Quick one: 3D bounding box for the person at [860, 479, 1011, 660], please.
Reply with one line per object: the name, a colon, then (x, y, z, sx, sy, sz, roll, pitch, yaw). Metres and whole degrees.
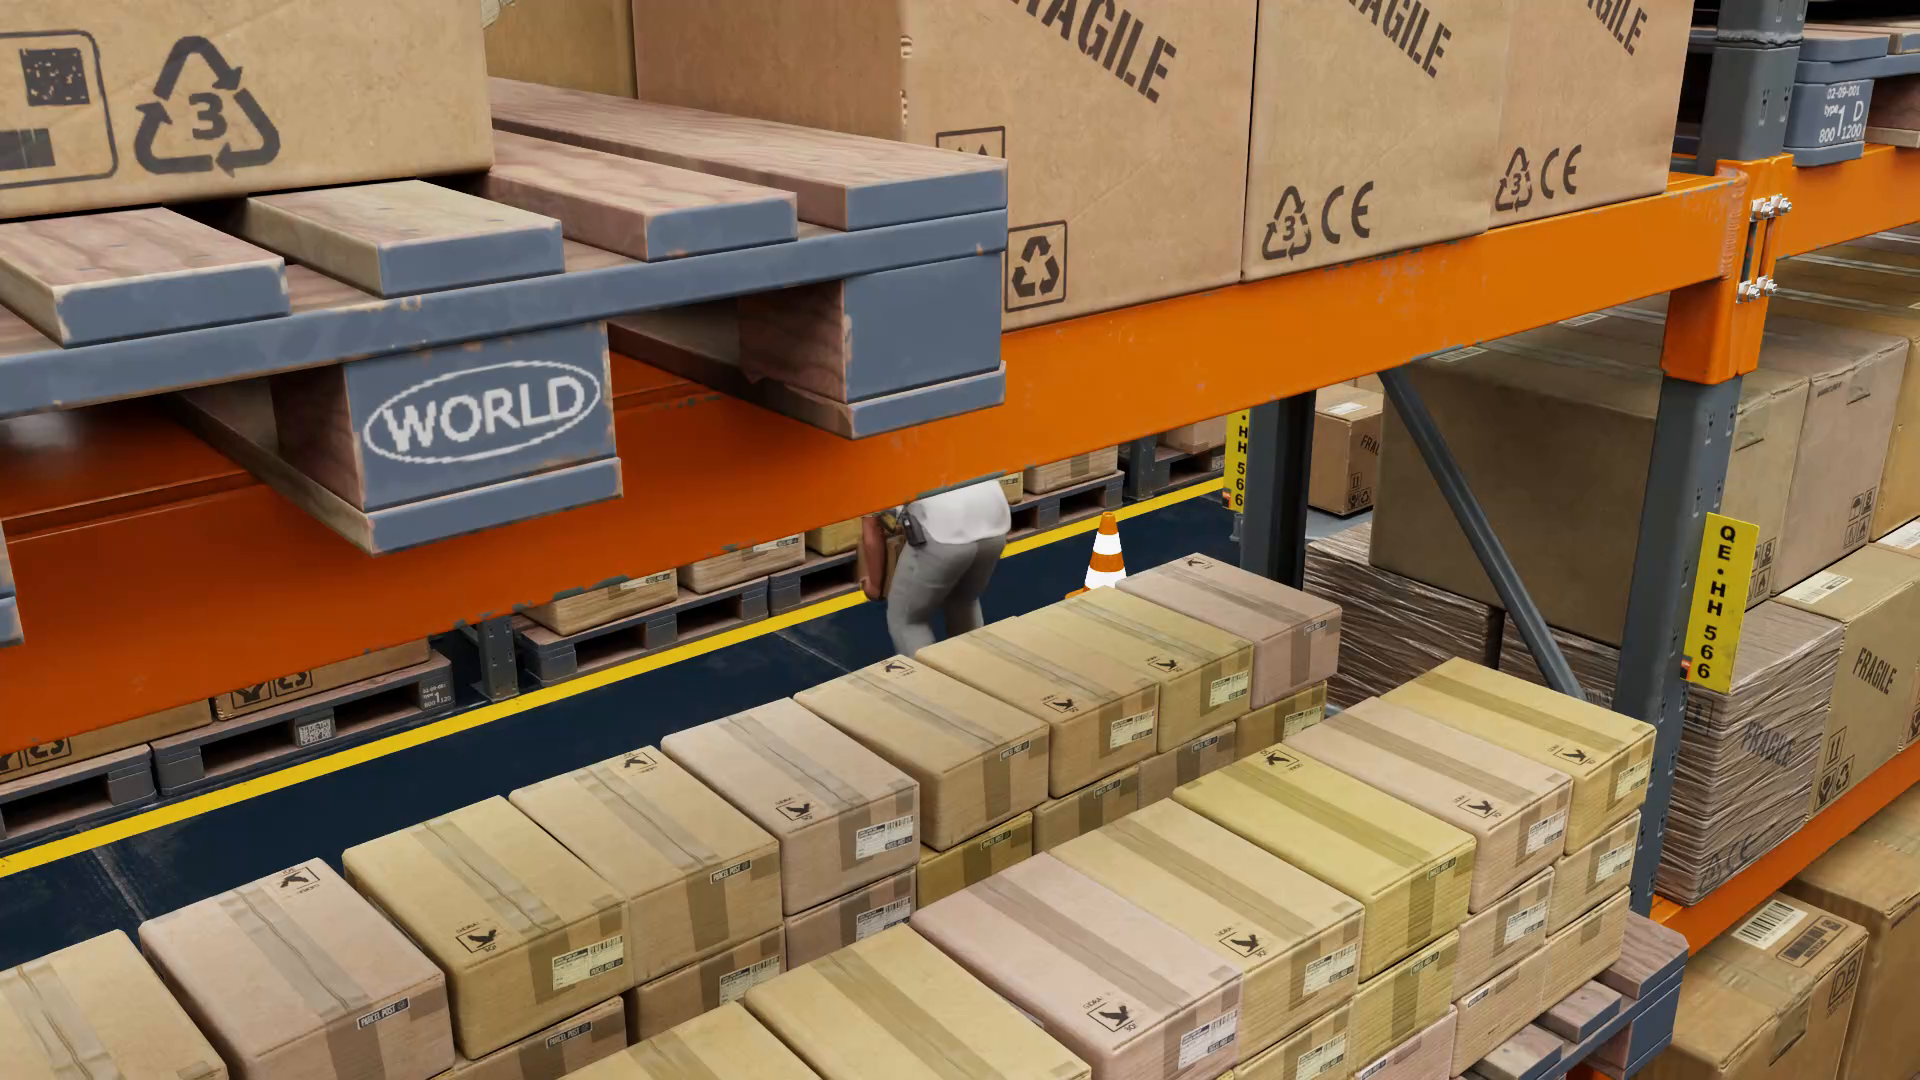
person: (-0.213, 0.042, 6.952, 0.468, 1.409, 0.966, -18, 27, -39)
